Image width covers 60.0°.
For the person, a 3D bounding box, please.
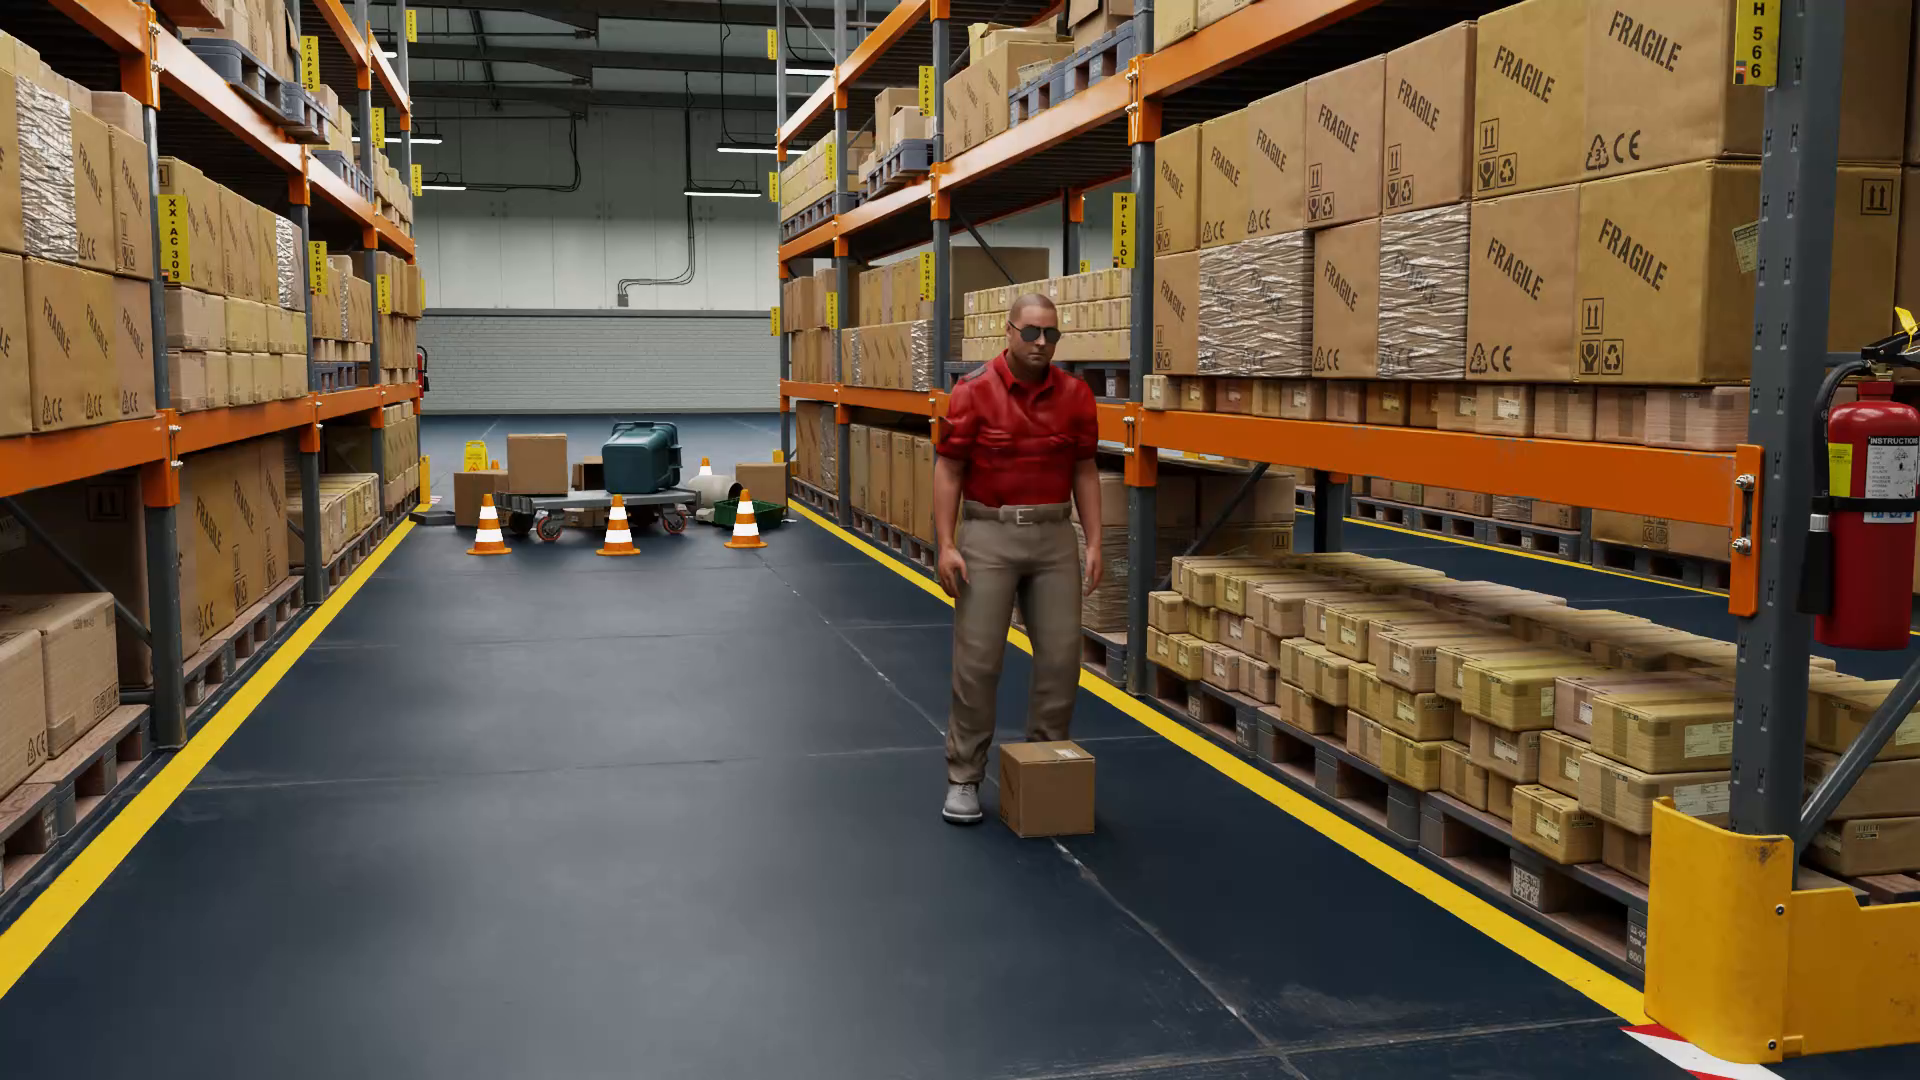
[{"bbox_3d":[0.203,0.047,5.568,0.589,1.726,0.393,-2,6,-15],"label":"person"}]
